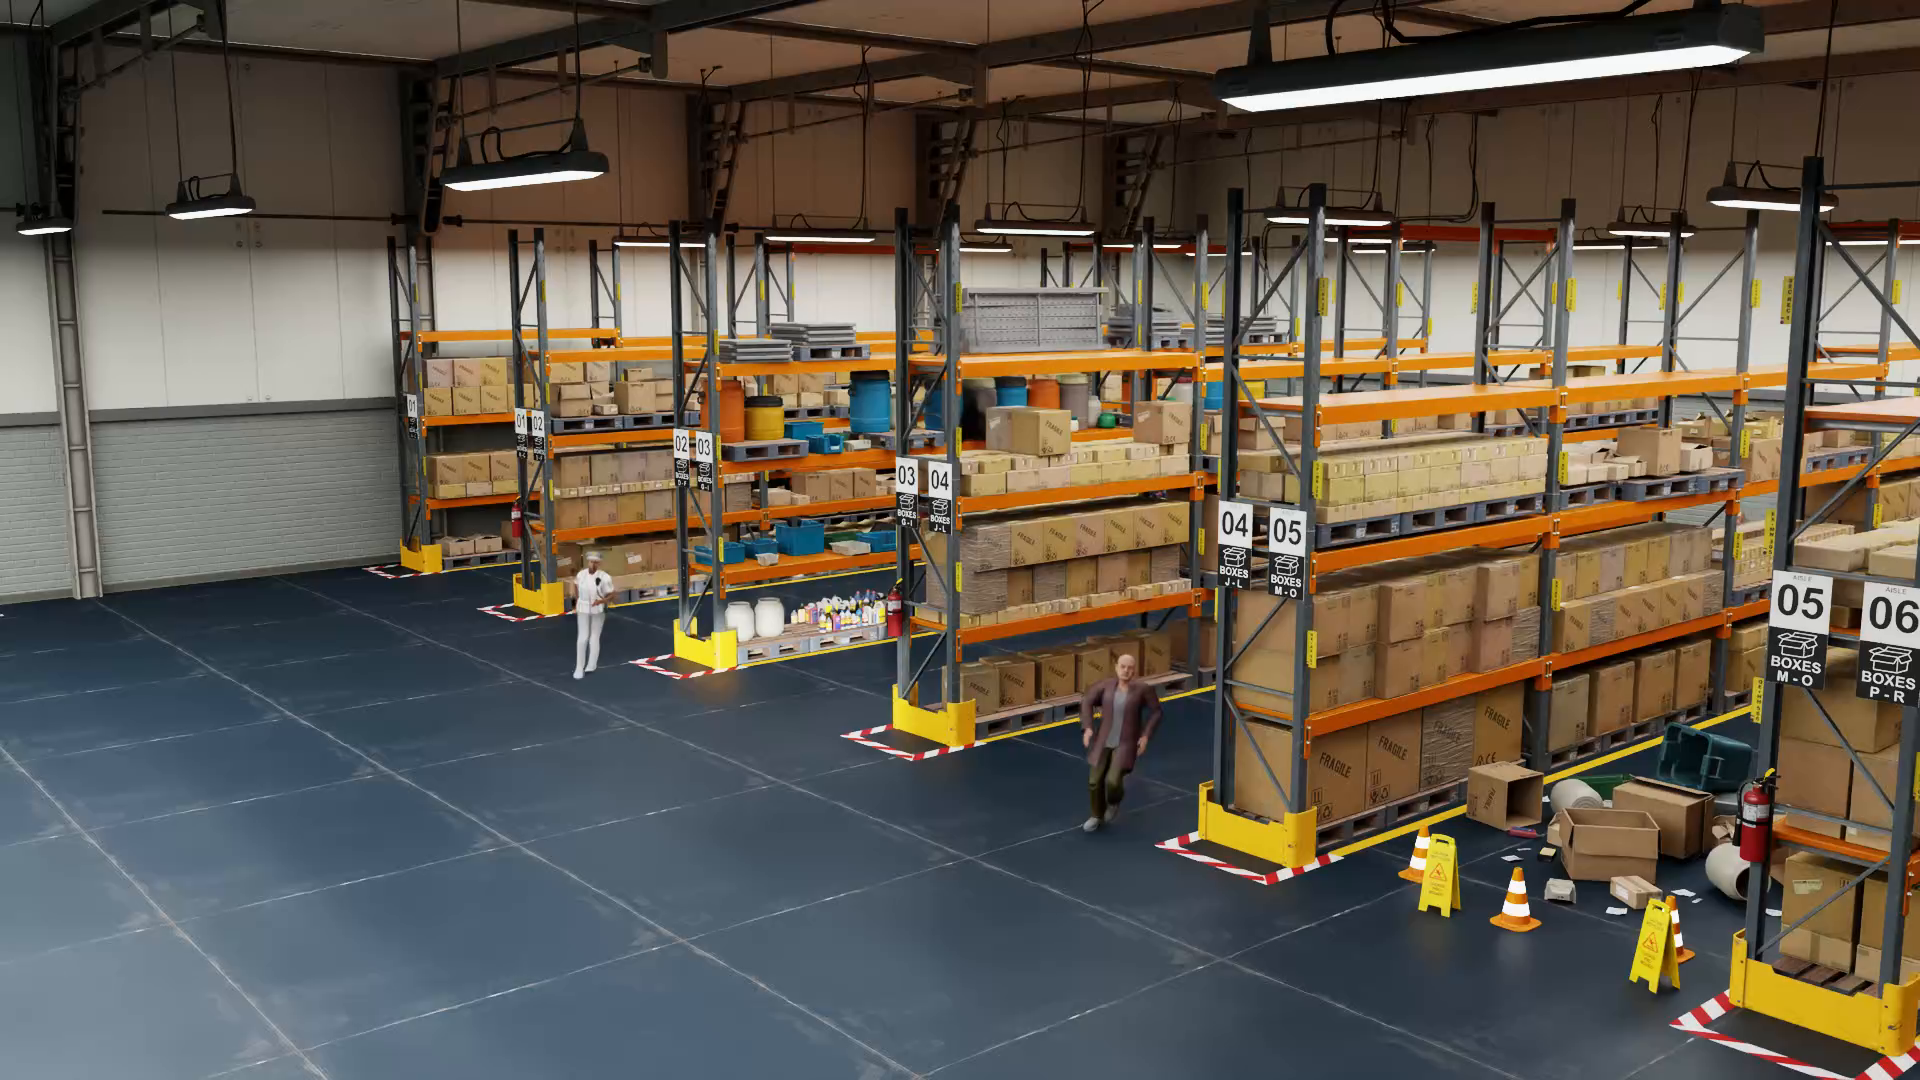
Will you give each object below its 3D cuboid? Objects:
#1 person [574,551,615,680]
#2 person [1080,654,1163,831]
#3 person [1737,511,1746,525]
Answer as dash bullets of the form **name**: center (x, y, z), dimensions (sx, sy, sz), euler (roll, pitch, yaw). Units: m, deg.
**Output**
- **person**: center (-4.832, 0.984, 21.958), dimensions (0.561, 1.722, 0.683), euler (-1, 9, -6)
- **person**: center (1.493, 1.930, 15.720), dimensions (0.774, 1.724, 0.561), euler (3, 9, 21)
- **person**: center (11.681, 0.500, 25.042), dimensions (0.785, 1.725, 0.683), euler (-6, 11, -36)
